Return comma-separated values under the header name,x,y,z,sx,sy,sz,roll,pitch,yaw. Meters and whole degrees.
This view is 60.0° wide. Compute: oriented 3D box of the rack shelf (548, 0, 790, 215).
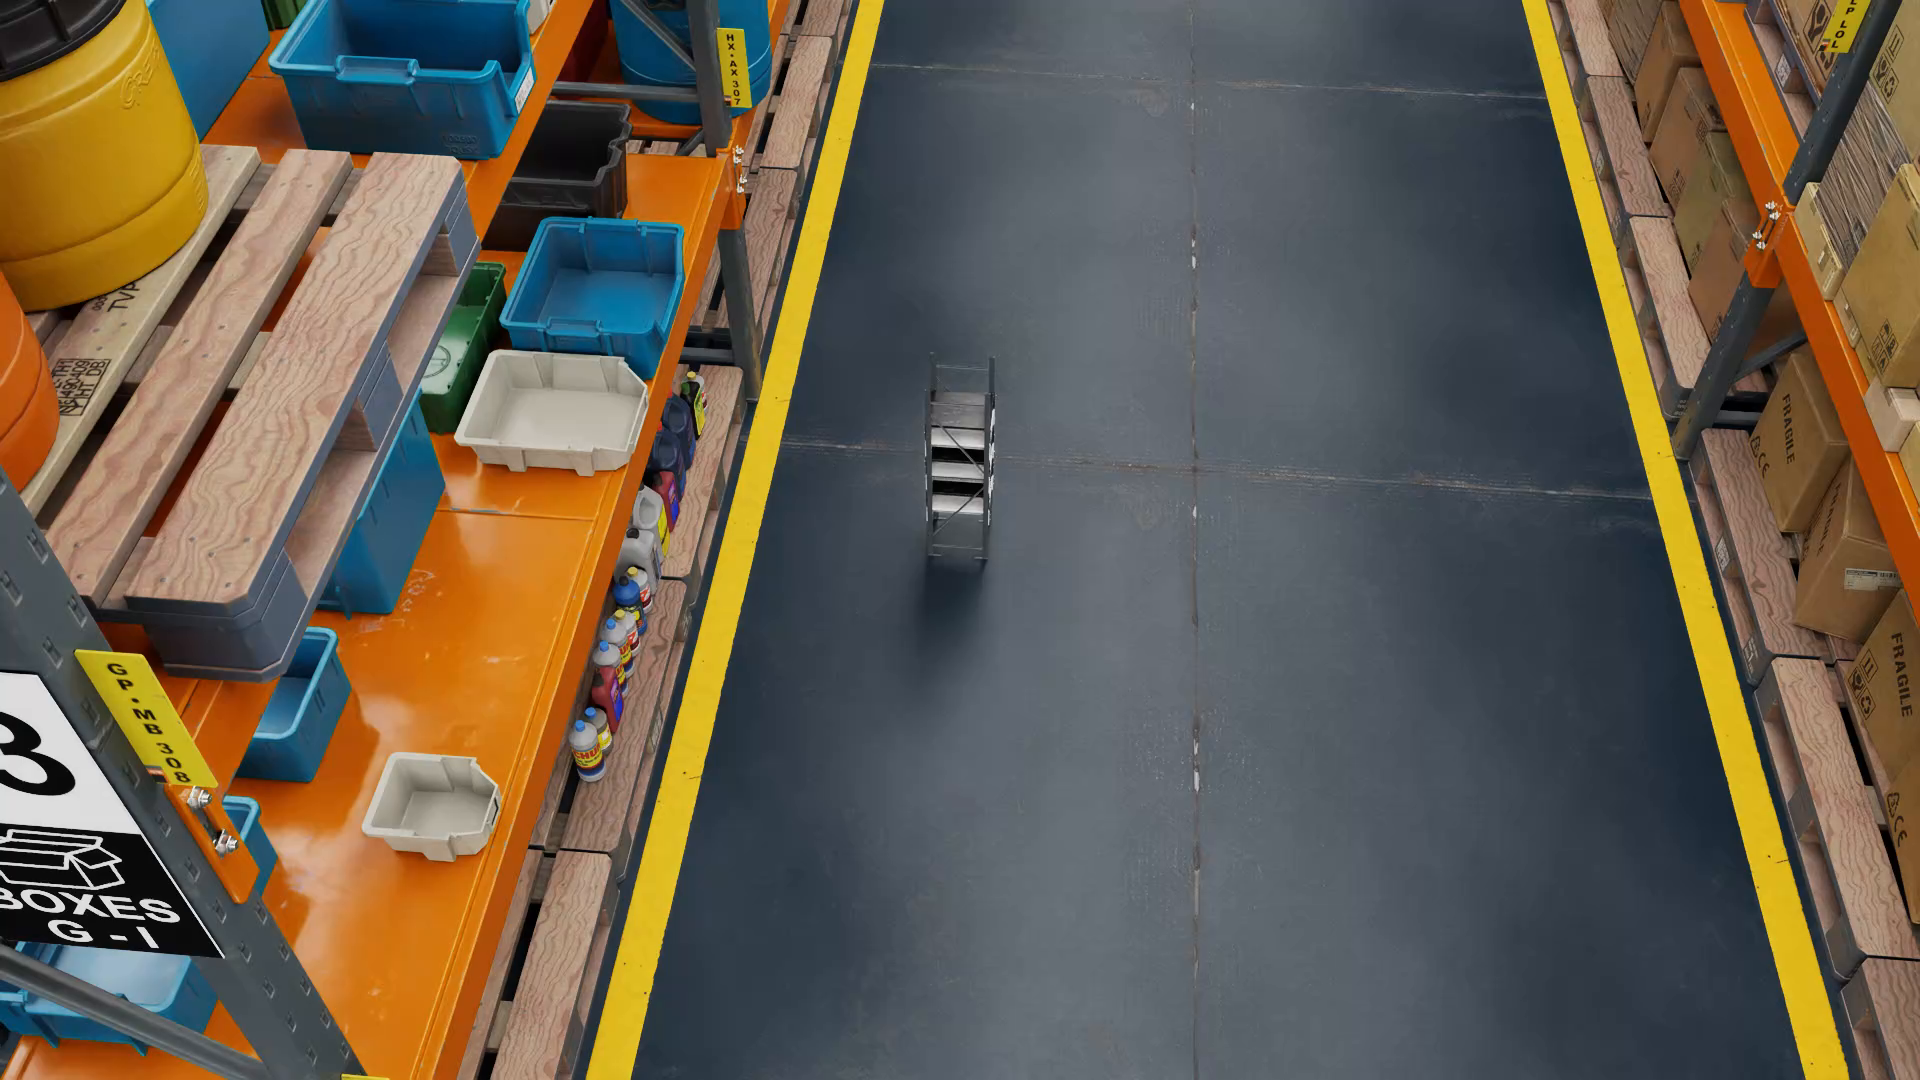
name,x,y,z,sx,sy,sz,roll,pitch,yaw
rack shelf,-1.199,-2.922,7.903,1.077,0.370,4.000,4,48,4

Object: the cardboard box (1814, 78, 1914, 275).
name,x,y,z,sx,sy,sz,roll,pitch,yaw
cardboard box,3.449,-1.170,5.544,0.875,0.500,0.500,4,48,4

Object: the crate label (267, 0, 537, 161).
name,x,y,z,sx,sy,sz,roll,pitch,yaw
crate label,-1.246,-1.071,3.791,0.502,0.251,0.408,4,48,4

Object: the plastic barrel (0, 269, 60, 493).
name,x,y,z,sx,sy,sz,roll,pitch,yaw
plastic barrel,-1.828,-0.421,2.519,0.600,0.830,0.708,4,48,4

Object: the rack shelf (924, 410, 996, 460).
name,x,y,z,sx,sy,sz,roll,pitch,yaw
rack shelf,0.001,-0.409,6.341,0.258,0.077,0.200,4,48,4

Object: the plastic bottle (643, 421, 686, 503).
name,x,y,z,sx,sy,sz,roll,pitch,yaw
plastic bottle,-1.170,-0.316,6.529,0.144,0.351,0.185,2,48,2

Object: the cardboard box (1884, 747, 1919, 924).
name,x,y,z,sx,sy,sz,roll,pitch,yaw
cardboard box,3.357,0.921,5.310,0.500,0.500,0.500,8,48,7

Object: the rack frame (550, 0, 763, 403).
name,x,y,z,sx,sy,sz,roll,pitch,yaw
rack frame,-1.381,-1.695,6.294,1.000,3.000,0.127,4,48,4

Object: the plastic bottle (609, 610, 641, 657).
name,x,y,z,sx,sy,sz,roll,pitch,yaw
plastic bottle,-1.221,0.330,6.039,0.097,0.201,0.097,0,48,0

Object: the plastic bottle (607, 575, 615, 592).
name,x,y,z,sx,sy,sz,roll,pitch,yaw
plastic bottle,-1.325,0.056,6.234,0.061,0.283,0.133,4,48,4

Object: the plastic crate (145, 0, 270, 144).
name,x,y,z,sx,sy,sz,roll,pitch,yaw
plastic crate,-1.872,-1.184,3.805,0.392,0.384,0.575,4,48,4

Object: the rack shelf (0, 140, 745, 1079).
name,x,y,z,sx,sy,sz,roll,pitch,yaw
rack shelf,-1.563,0.017,5.215,1.077,0.370,4.000,4,48,4

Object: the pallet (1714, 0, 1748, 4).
name,x,y,z,sx,sy,sz,roll,pitch,yaw
pallet,3.776,-2.779,7.415,1.003,0.211,1.213,4,48,4

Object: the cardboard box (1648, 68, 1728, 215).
name,x,y,z,sx,sy,sz,roll,pitch,yaw
cardboard box,3.741,-1.877,7.856,0.700,0.500,0.500,0,48,0

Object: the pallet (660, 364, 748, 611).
name,x,y,z,sx,sy,sz,roll,pitch,yaw
pallet,-1.484,-0.263,6.874,1.003,0.211,1.213,4,48,4

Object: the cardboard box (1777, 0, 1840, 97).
name,x,y,z,sx,sy,sz,roll,pitch,yaw
cardboard box,3.763,-2.281,6.138,1.000,1.000,1.000,4,48,4

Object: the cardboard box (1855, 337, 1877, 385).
name,x,y,z,sx,sy,sz,roll,pitch,yaw
cardboard box,3.188,-0.587,5.450,0.380,0.149,0.250,4,48,4

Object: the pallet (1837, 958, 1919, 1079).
name,x,y,z,sx,sy,sz,roll,pitch,yaw
pallet,3.303,1.868,4.925,1.003,0.211,1.213,4,48,4

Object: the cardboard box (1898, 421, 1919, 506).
name,x,y,z,sx,sy,sz,roll,pitch,yaw
cardboard box,3.143,-0.219,5.114,0.380,0.149,0.250,4,48,4

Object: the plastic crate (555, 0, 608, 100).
name,x,y,z,sx,sy,sz,roll,pitch,yaw
plastic crate,-1.642,-2.093,6.614,0.402,0.464,0.583,4,48,4

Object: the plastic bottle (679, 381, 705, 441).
name,x,y,z,sx,sy,sz,roll,pitch,yaw
plastic bottle,-1.096,-0.551,6.790,0.061,0.283,0.133,6,48,5

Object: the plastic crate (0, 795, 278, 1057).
name,x,y,z,sx,sy,sz,roll,pitch,yaw
plastic crate,-1.998,0.906,4.015,0.499,0.251,0.616,4,48,4

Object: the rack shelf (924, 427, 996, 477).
name,x,y,z,sx,sy,sz,roll,pitch,yaw
rack shelf,0.001,-0.348,6.408,0.258,0.077,0.200,4,48,4

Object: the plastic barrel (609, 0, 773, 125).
name,x,y,z,sx,sy,sz,roll,pitch,yaw
plastic barrel,-1.044,-2.128,6.350,0.600,0.901,0.708,4,48,4

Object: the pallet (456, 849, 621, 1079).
name,x,y,z,sx,sy,sz,roll,pitch,yaw
pallet,-1.706,1.530,5.234,1.003,0.211,1.213,4,48,4

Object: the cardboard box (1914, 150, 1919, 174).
name,x,y,z,sx,sy,sz,roll,pitch,yaw
cardboard box,3.213,-1.153,4.850,0.500,0.500,0.500,4,48,4

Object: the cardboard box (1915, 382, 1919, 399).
name,x,y,z,sx,sy,sz,roll,pitch,yaw
cardboard box,3.423,-0.431,4.868,0.875,0.500,0.500,4,48,4

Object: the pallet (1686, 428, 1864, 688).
name,x,y,z,sx,sy,sz,roll,pitch,yaw
pallet,3.525,0.075,6.564,1.003,0.211,1.213,4,48,4

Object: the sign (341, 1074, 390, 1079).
name,x,y,z,sx,sy,sz,roll,pitch,yaw
sign,-1.198,1.191,3.466,0.100,0.325,0.005,4,48,4

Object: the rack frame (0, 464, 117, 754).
name,x,y,z,sx,sy,sz,roll,pitch,yaw
rack frame,-1.746,-0.781,1.392,1.000,3.000,0.127,4,48,4

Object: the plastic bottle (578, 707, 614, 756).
name,x,y,z,sx,sy,sz,roll,pitch,yaw
plastic bottle,-1.261,0.653,5.745,0.097,0.201,0.097,0,48,0

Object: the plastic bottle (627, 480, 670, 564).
name,x,y,z,sx,sy,sz,roll,pitch,yaw
plastic bottle,-1.200,-0.079,6.312,0.144,0.351,0.185,4,48,3

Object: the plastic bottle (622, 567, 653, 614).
name,x,y,z,sx,sy,sz,roll,pitch,yaw
plastic bottle,-1.202,0.179,6.177,0.097,0.201,0.097,0,48,0

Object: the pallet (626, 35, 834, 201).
name,x,y,z,sx,sy,sz,roll,pitch,yaw
pallet,-1.240,-2.233,8.675,1.003,0.211,1.213,4,48,4

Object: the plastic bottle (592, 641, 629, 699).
name,x,y,z,sx,sy,sz,roll,pitch,yaw
plastic bottle,-1.239,0.453,5.879,0.097,0.271,0.097,0,48,0

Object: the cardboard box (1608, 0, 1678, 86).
name,x,y,z,sx,sy,sz,roll,pitch,yaw
cardboard box,3.837,-2.704,8.612,0.700,0.500,0.500,0,48,0

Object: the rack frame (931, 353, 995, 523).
name,x,y,z,sx,sy,sz,roll,pitch,yaw
rack frame,0.010,-0.384,6.518,0.240,0.900,0.006,4,48,4

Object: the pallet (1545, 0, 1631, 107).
name,x,y,z,sx,sy,sz,roll,pitch,yaw
pallet,3.843,-2.786,9.181,1.003,0.211,1.213,4,48,4

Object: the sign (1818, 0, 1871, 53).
name,x,y,z,sx,sy,sz,roll,pitch,yaw
sign,2.998,-1.788,5.594,0.100,0.325,0.005,4,48,4

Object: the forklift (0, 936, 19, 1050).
name,x,y,z,sx,sy,sz,roll,pitch,yaw
forklift,-3.555,-0.406,5.161,1.130,2.935,3.031,-1,48,-1

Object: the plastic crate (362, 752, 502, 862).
name,x,y,z,sx,sy,sz,roll,pitch,yaw
plastic crate,-1.344,0.697,4.284,0.298,0.136,0.250,4,48,4

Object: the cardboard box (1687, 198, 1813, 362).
name,x,y,z,sx,sy,sz,roll,pitch,yaw
cardboard box,3.629,-1.117,7.160,0.700,0.500,0.500,1,48,1

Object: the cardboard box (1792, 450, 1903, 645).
name,x,y,z,sx,sy,sz,roll,pitch,yaw
cardboard box,3.430,0.052,6.105,0.500,0.500,0.500,18,50,16

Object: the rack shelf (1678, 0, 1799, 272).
name,x,y,z,sx,sy,sz,roll,pitch,yaw
rack shelf,3.733,-2.589,7.599,1.077,0.370,4.000,4,48,4

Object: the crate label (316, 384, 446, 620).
name,x,y,z,sx,sy,sz,roll,pitch,yaw
crate label,-1.847,-0.139,4.846,0.502,0.435,0.616,4,48,4

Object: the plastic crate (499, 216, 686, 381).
name,x,y,z,sx,sy,sz,roll,pitch,yaw
plastic crate,-1.212,-0.814,5.588,0.499,0.251,0.616,4,48,4

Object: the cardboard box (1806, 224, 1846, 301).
name,x,y,z,sx,sy,sz,roll,pitch,yaw
cardboard box,3.196,-0.957,5.789,0.380,0.149,0.250,4,48,4

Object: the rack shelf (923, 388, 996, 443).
name,x,y,z,sx,sy,sz,roll,pitch,yaw
rack shelf,0.001,-0.469,6.275,0.258,0.077,0.200,4,48,4

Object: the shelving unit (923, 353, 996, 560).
name,x,y,z,sx,sy,sz,roll,pitch,yaw
shelving unit,0.001,-0.310,6.449,0.258,0.900,0.210,4,48,4
